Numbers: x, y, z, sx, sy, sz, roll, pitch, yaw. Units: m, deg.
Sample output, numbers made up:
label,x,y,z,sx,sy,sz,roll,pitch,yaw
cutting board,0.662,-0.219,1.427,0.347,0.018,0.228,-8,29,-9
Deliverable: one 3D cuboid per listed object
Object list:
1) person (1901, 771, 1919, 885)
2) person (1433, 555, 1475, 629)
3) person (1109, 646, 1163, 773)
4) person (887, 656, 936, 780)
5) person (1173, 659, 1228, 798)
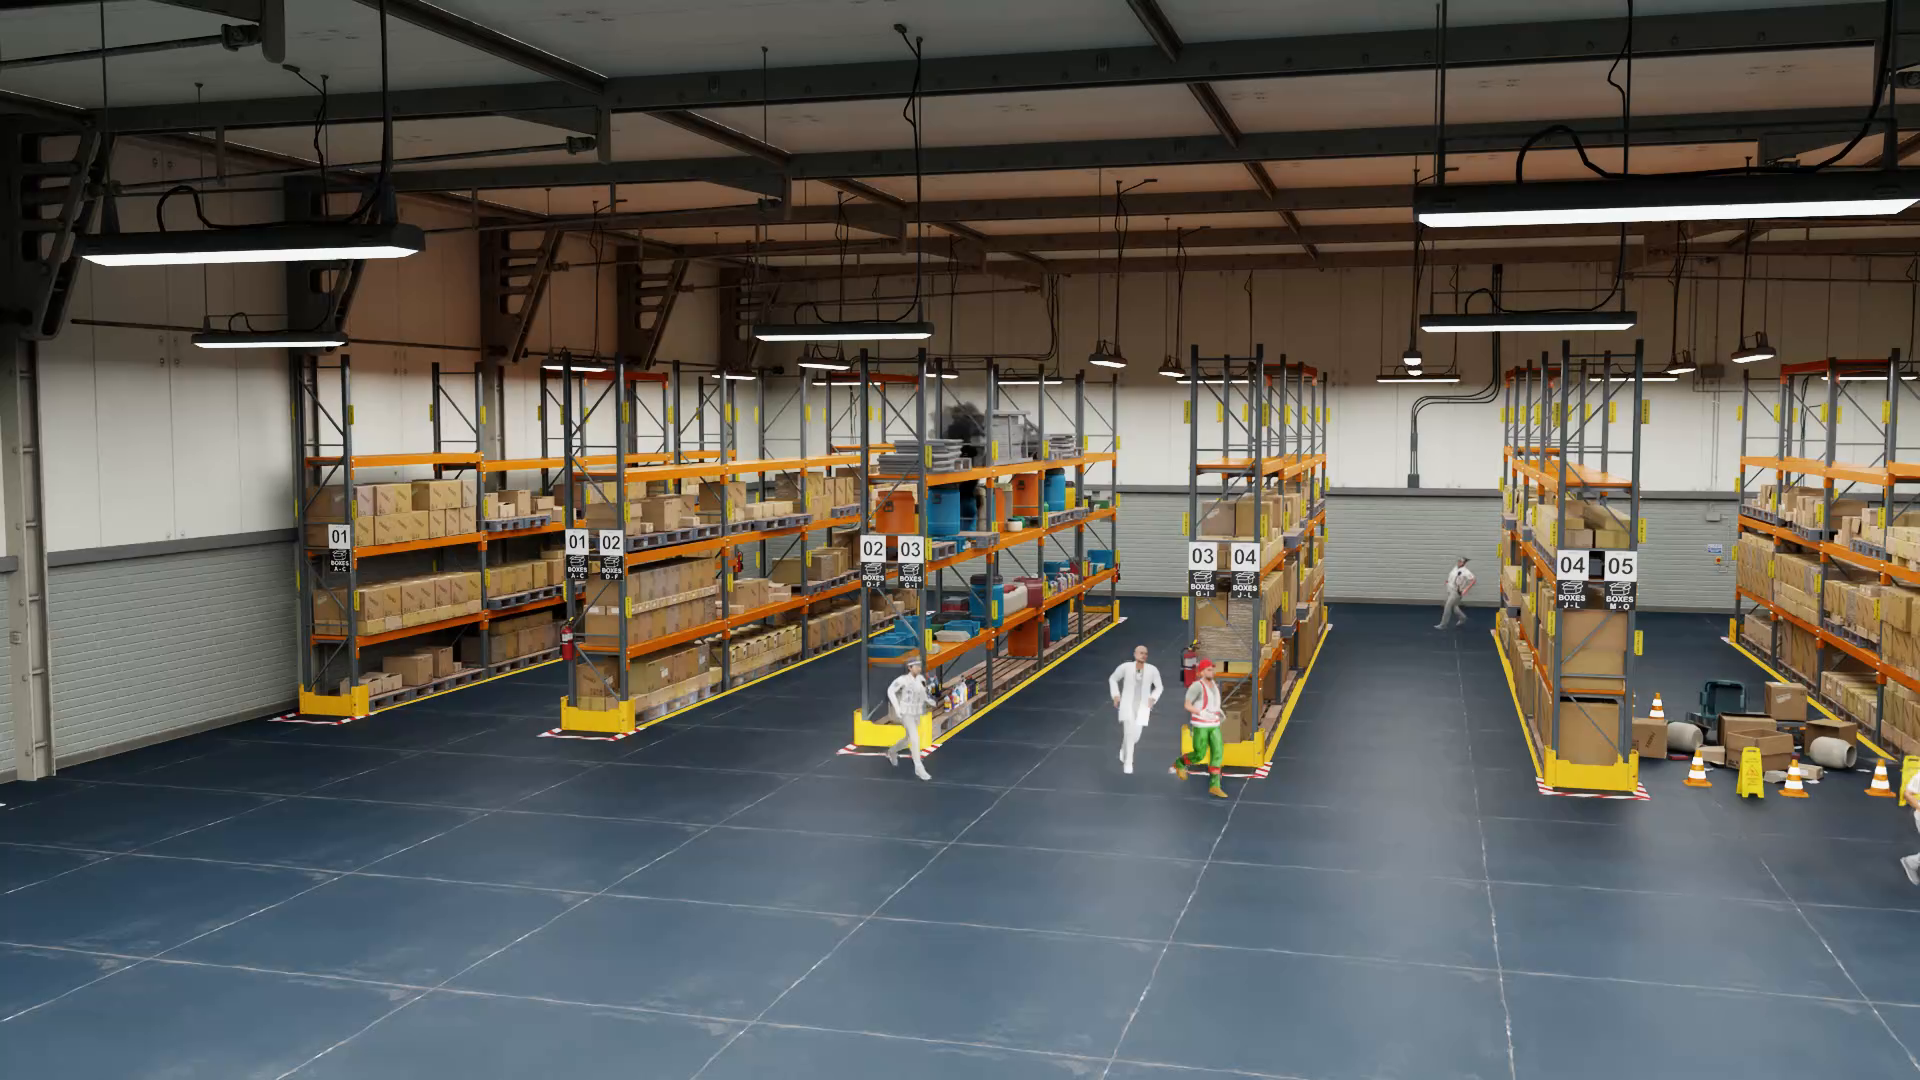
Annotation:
label,x,y,z,sx,sy,sz,roll,pitch,yaw
person,10.041,2.903,17.133,0.619,1.632,0.792,-2,5,-28
person,11.543,1.217,38.785,0.919,1.738,0.718,-1,4,-10
person,2.499,2.375,23.614,0.752,1.758,0.800,0,4,-3
person,-0.711,2.432,23.119,0.919,1.689,0.581,4,6,43
person,3.240,2.469,22.063,0.660,1.792,0.928,-3,5,-36
